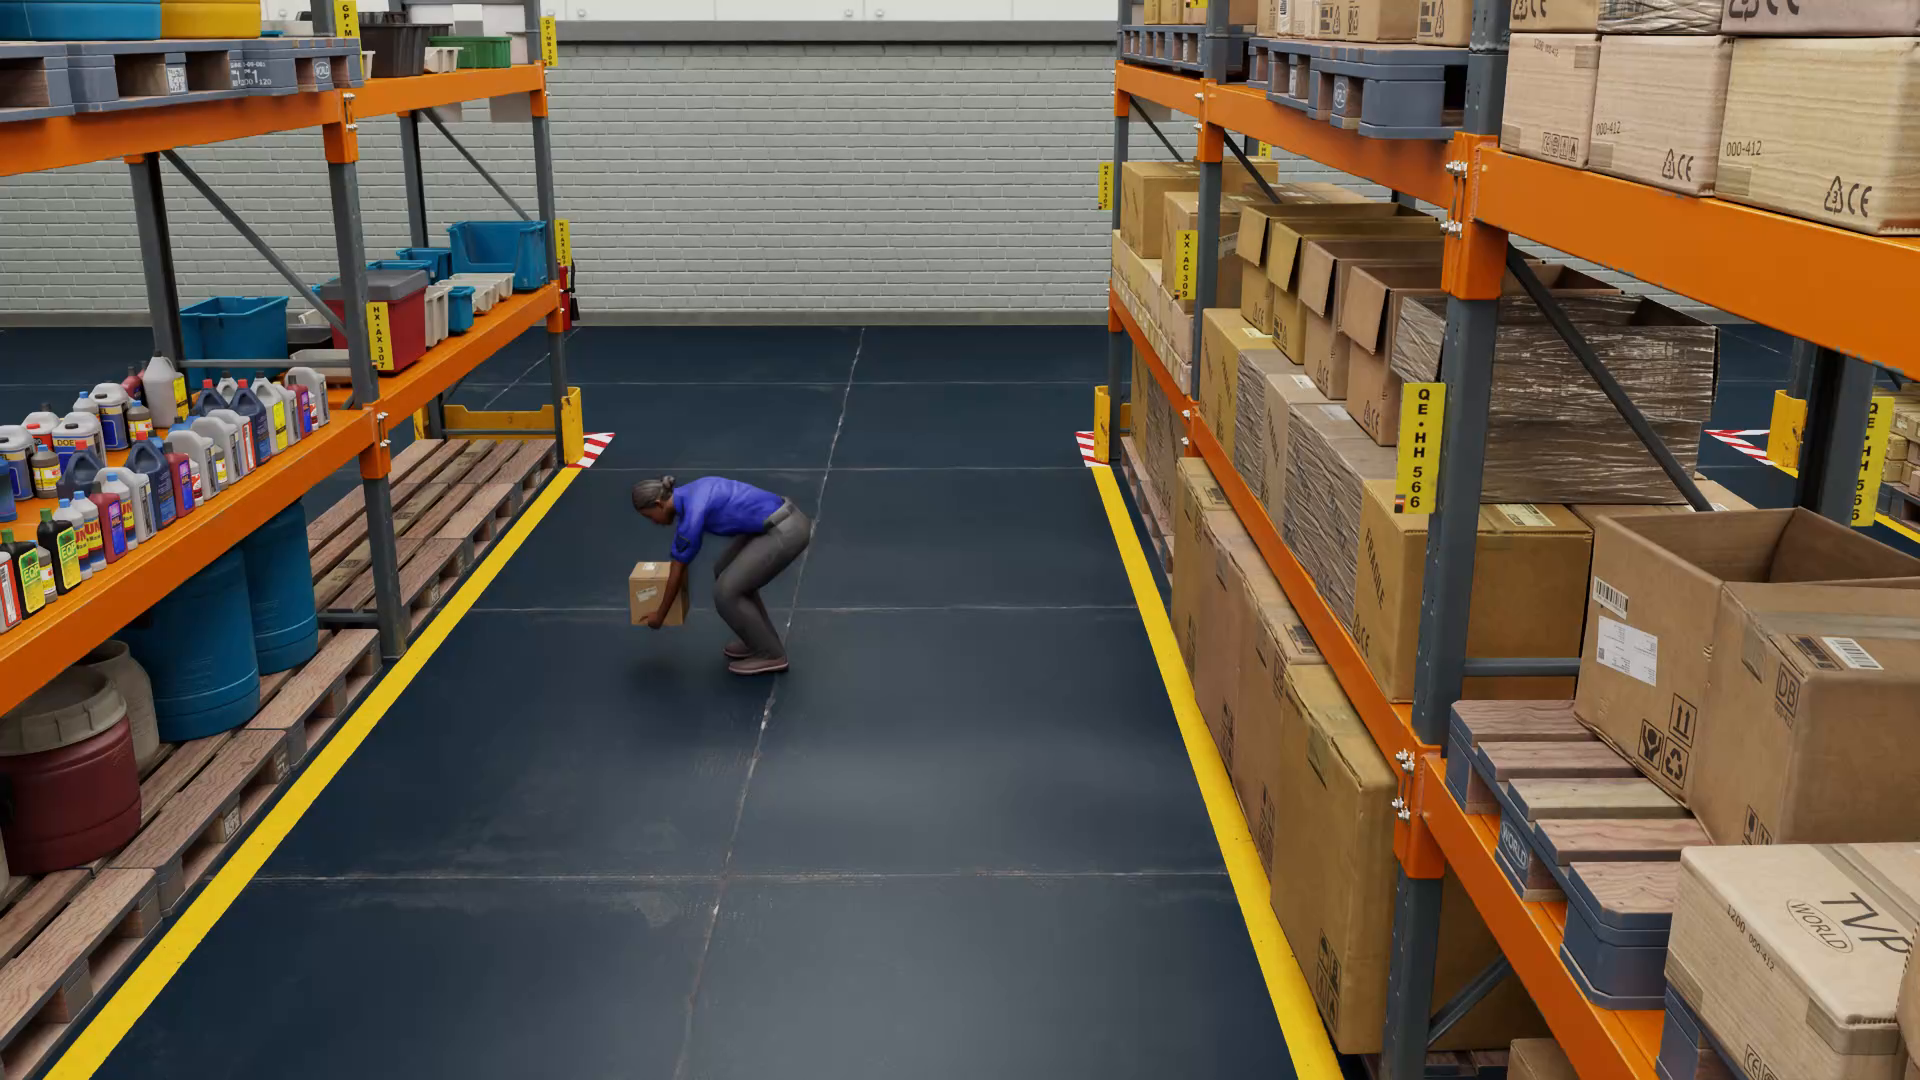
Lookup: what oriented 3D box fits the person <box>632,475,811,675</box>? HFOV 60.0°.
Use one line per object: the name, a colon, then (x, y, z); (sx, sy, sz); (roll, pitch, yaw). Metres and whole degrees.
person: (-1.161, 0.153, 8.209); (0.860, 0.982, 0.459); (-1, 17, -3)
